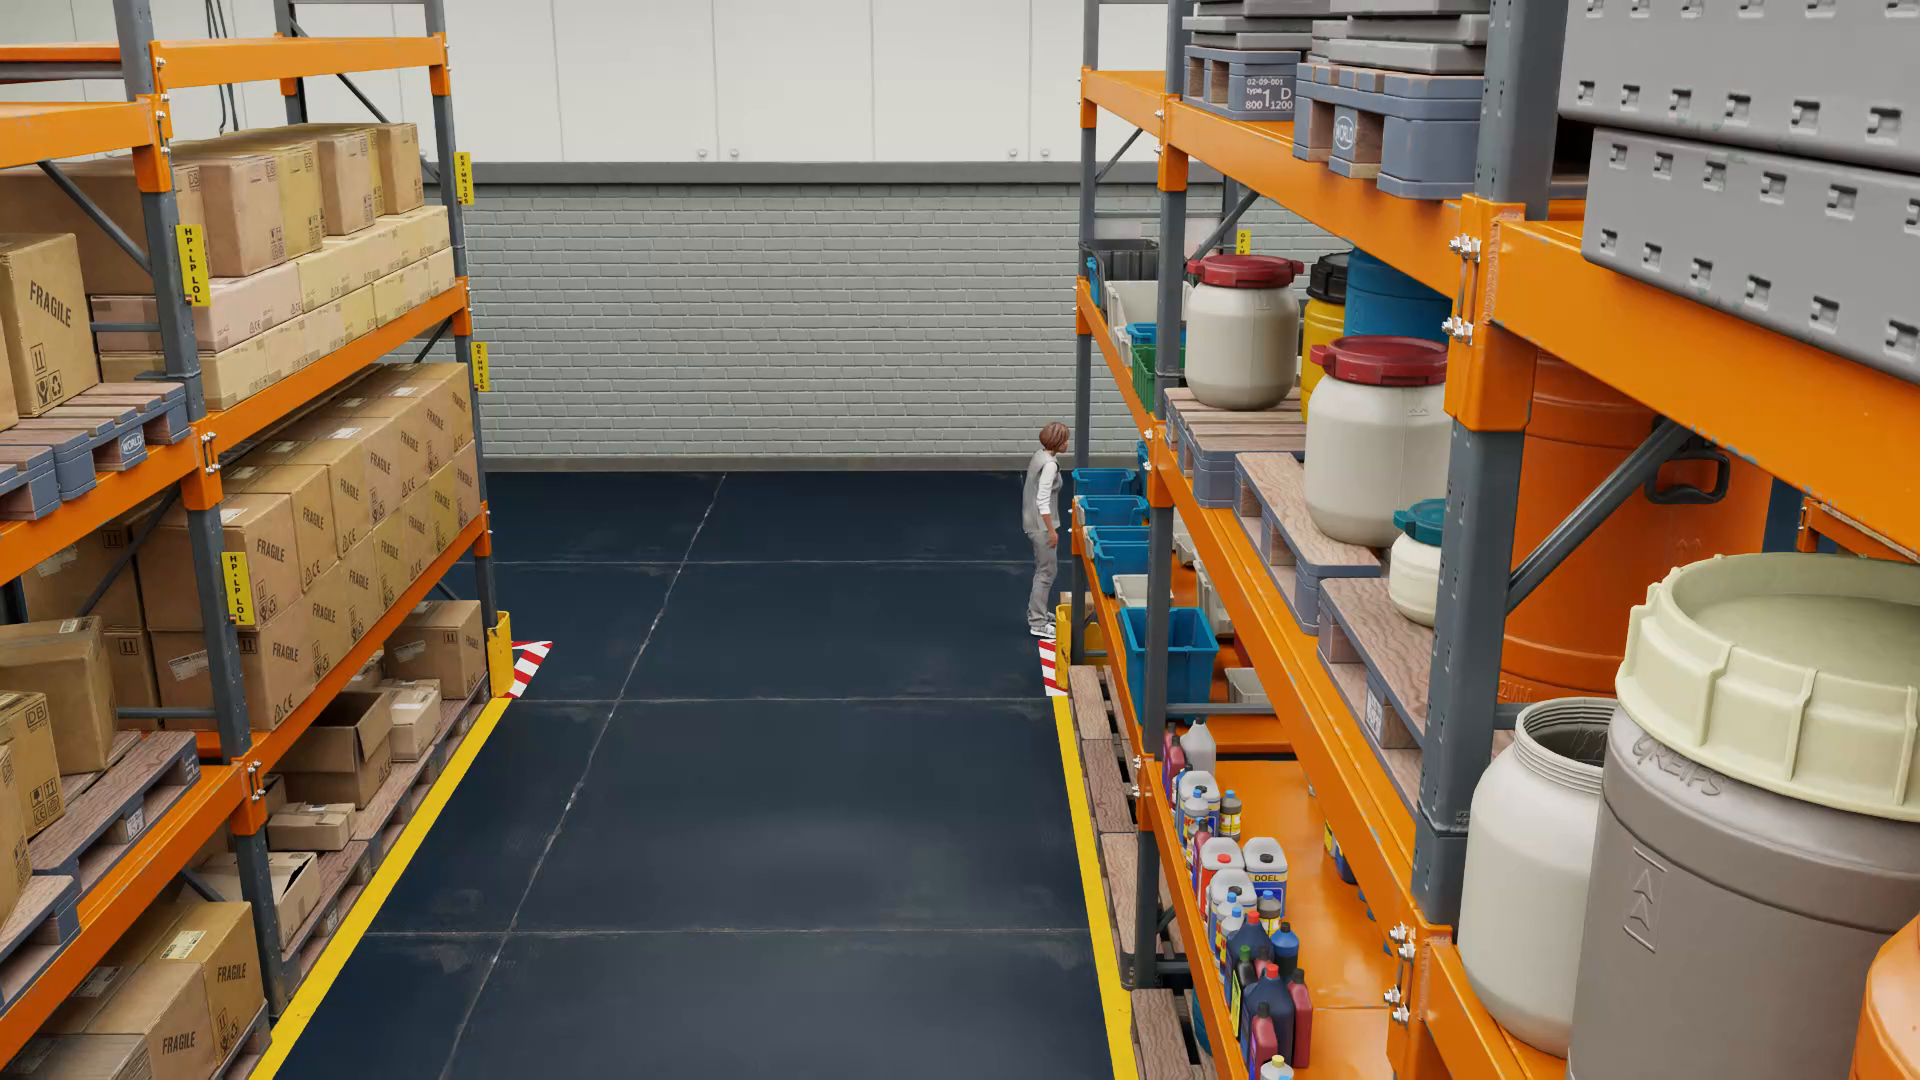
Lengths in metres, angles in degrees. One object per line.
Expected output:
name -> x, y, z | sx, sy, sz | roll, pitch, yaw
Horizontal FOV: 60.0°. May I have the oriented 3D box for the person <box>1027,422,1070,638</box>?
person -> 0.650, -0.093, 12.361 | 0.311, 1.594, 0.479 | 0, 17, 0
